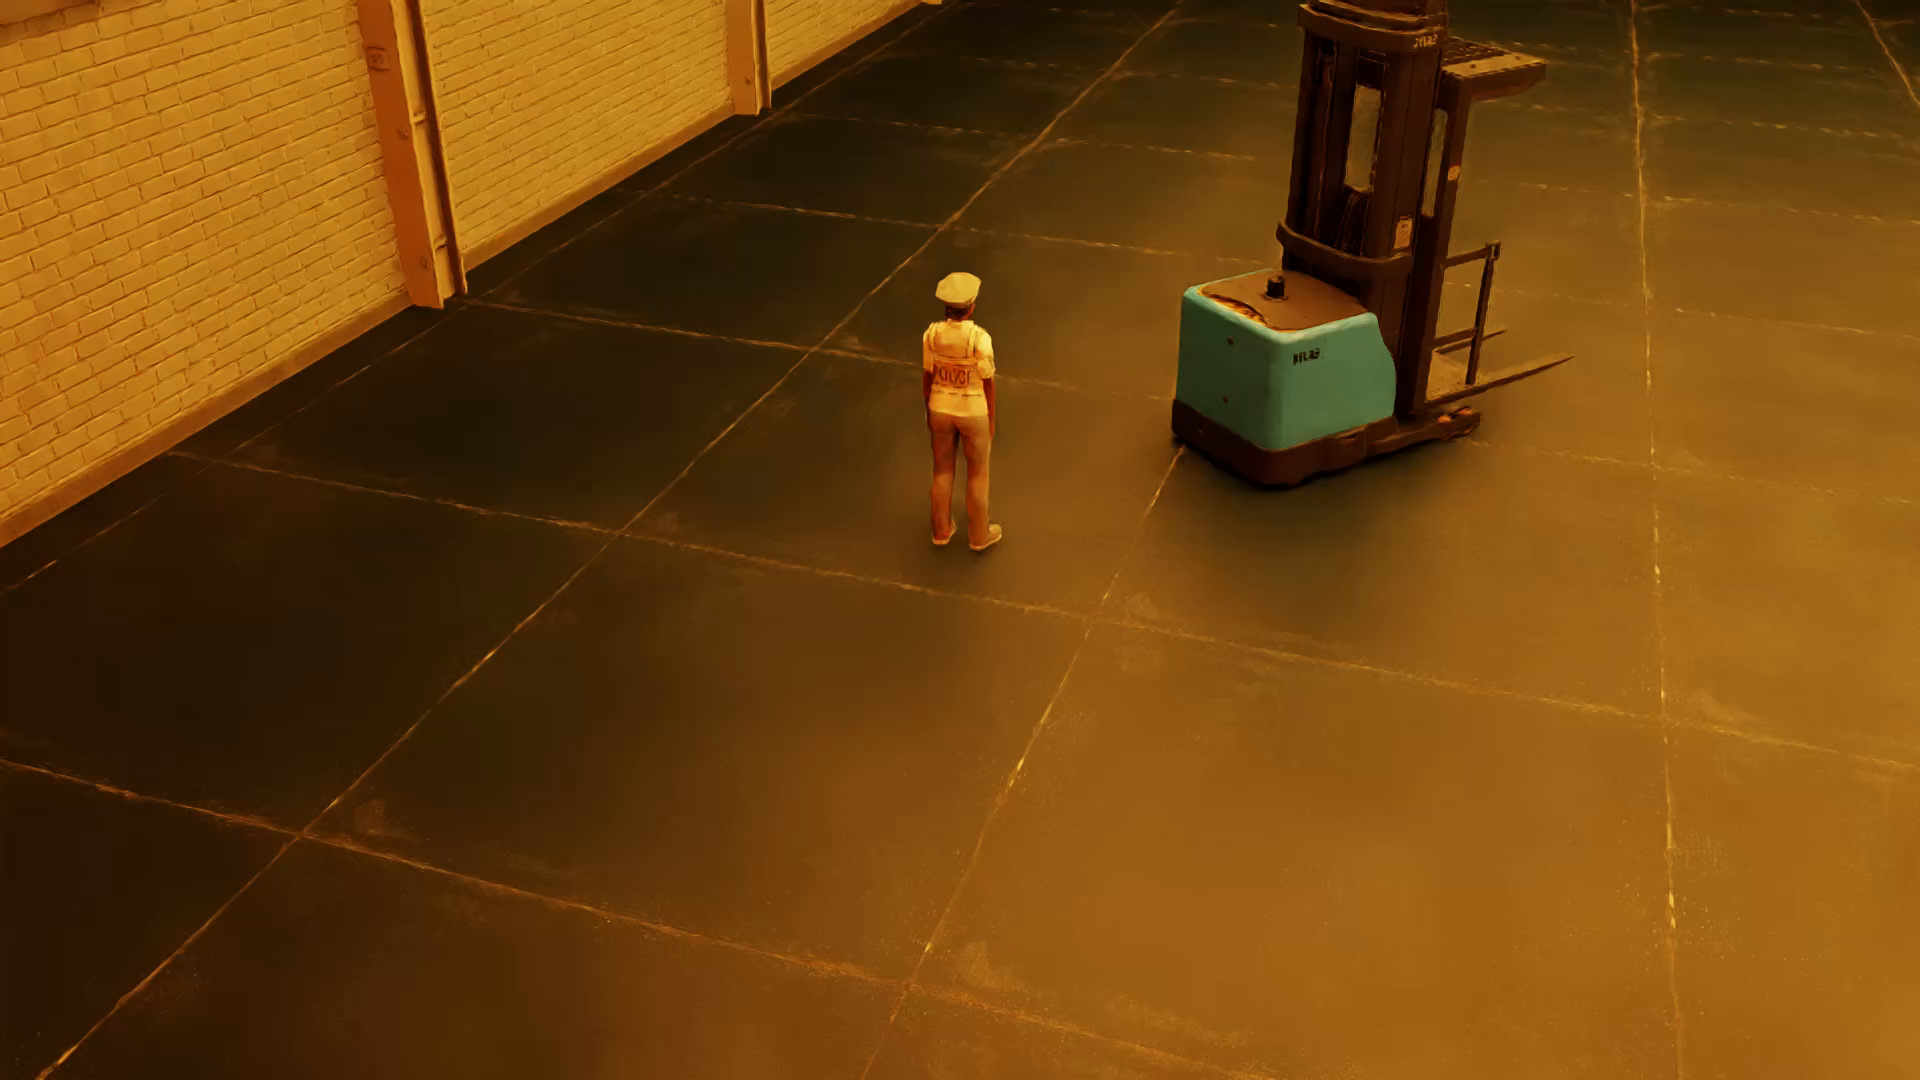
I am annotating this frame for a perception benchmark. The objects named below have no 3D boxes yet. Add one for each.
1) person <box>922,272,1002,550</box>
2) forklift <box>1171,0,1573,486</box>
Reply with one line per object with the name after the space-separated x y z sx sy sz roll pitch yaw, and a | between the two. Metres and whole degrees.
0.013 -0.739 9.694 0.446 1.688 0.338 10 31 16 | person
2.956 -2.155 10.917 3.031 2.935 1.130 -17 34 -27 | forklift
